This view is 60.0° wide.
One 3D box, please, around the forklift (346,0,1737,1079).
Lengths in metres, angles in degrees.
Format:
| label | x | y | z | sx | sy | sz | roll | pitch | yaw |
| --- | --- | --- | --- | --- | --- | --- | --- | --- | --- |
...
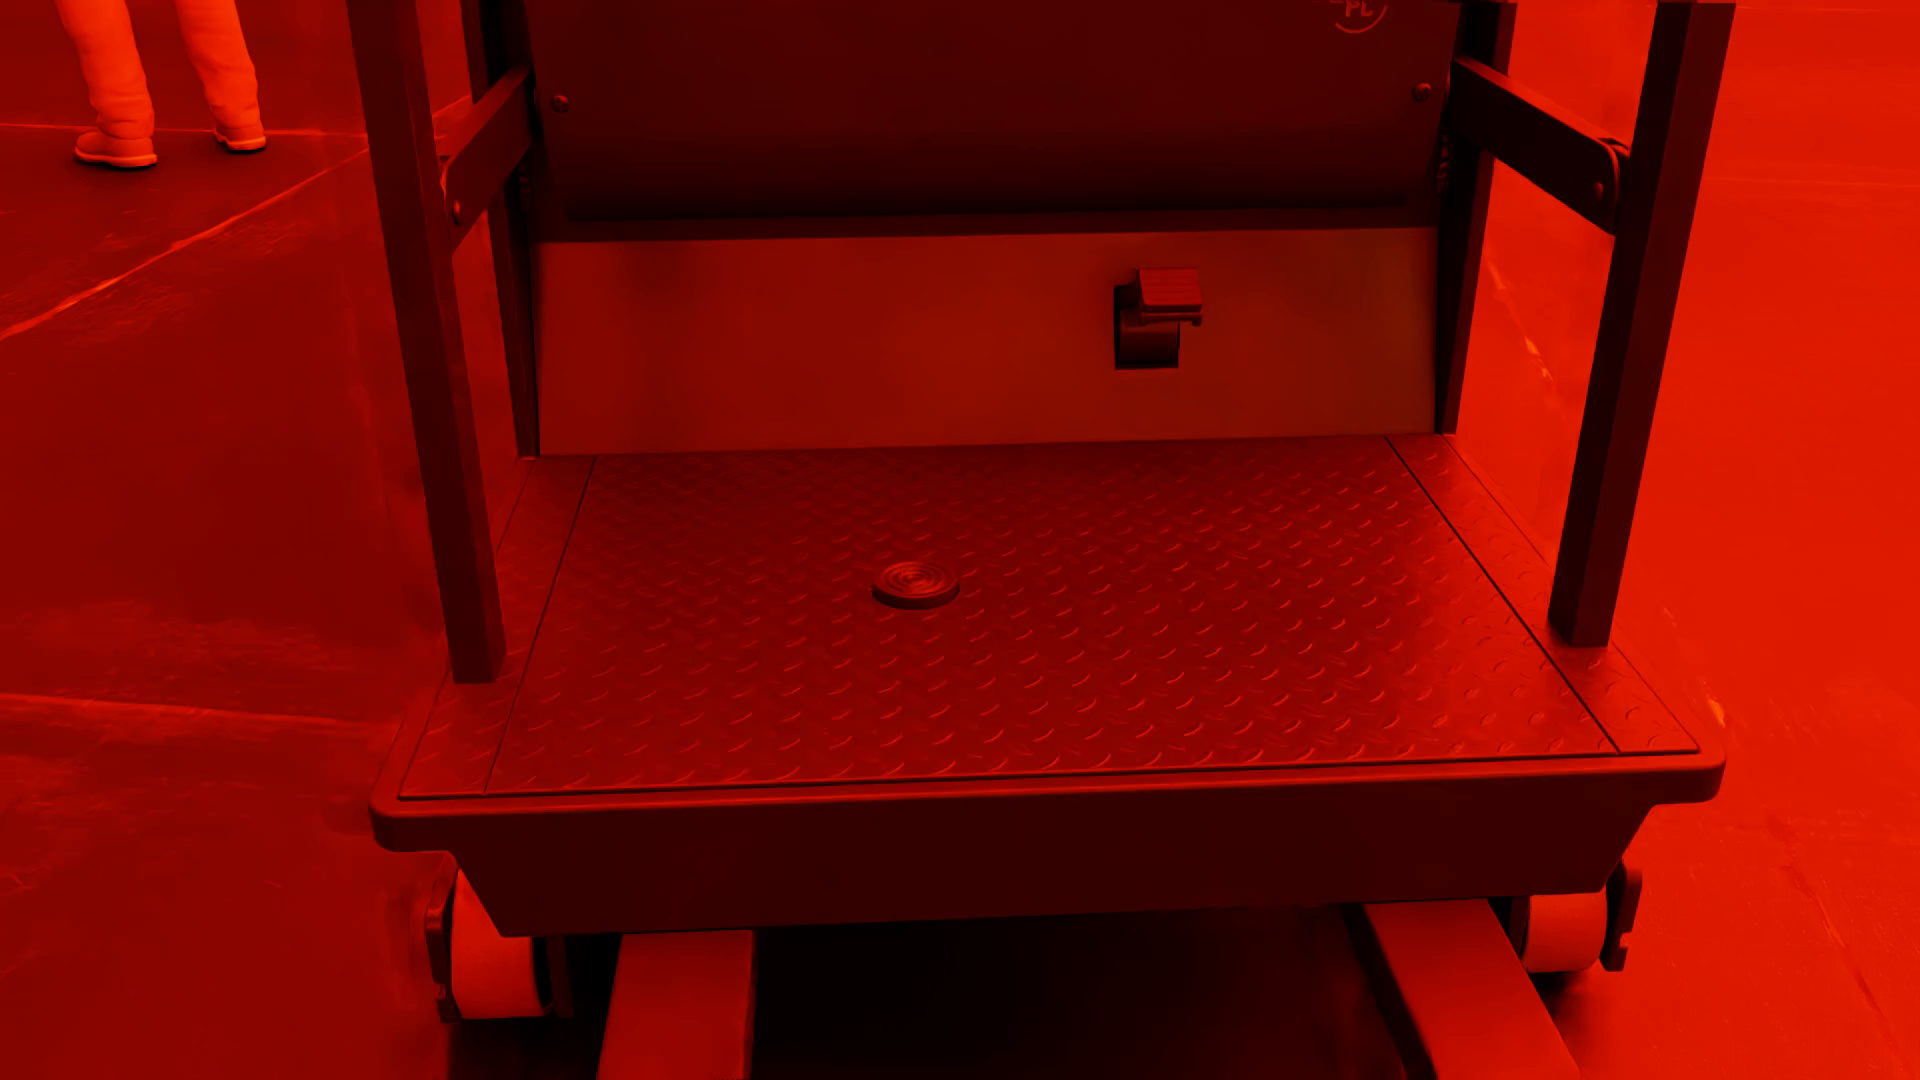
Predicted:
| label | x | y | z | sx | sy | sz | roll | pitch | yaw |
| --- | --- | --- | --- | --- | --- | --- | --- | --- | --- |
| forklift | 0.053 | -1.008 | 1.237 | 1.130 | 2.935 | 3.031 | -2 | 27 | -3 |

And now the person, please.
| label | x | y | z | sx | sy | sz | roll | pitch | yaw |
| --- | --- | --- | --- | --- | --- | --- | --- | --- | --- |
| person | -2.201 | -1.851 | 4.279 | 0.586 | 1.727 | 0.398 | -22 | 34 | -37 |
